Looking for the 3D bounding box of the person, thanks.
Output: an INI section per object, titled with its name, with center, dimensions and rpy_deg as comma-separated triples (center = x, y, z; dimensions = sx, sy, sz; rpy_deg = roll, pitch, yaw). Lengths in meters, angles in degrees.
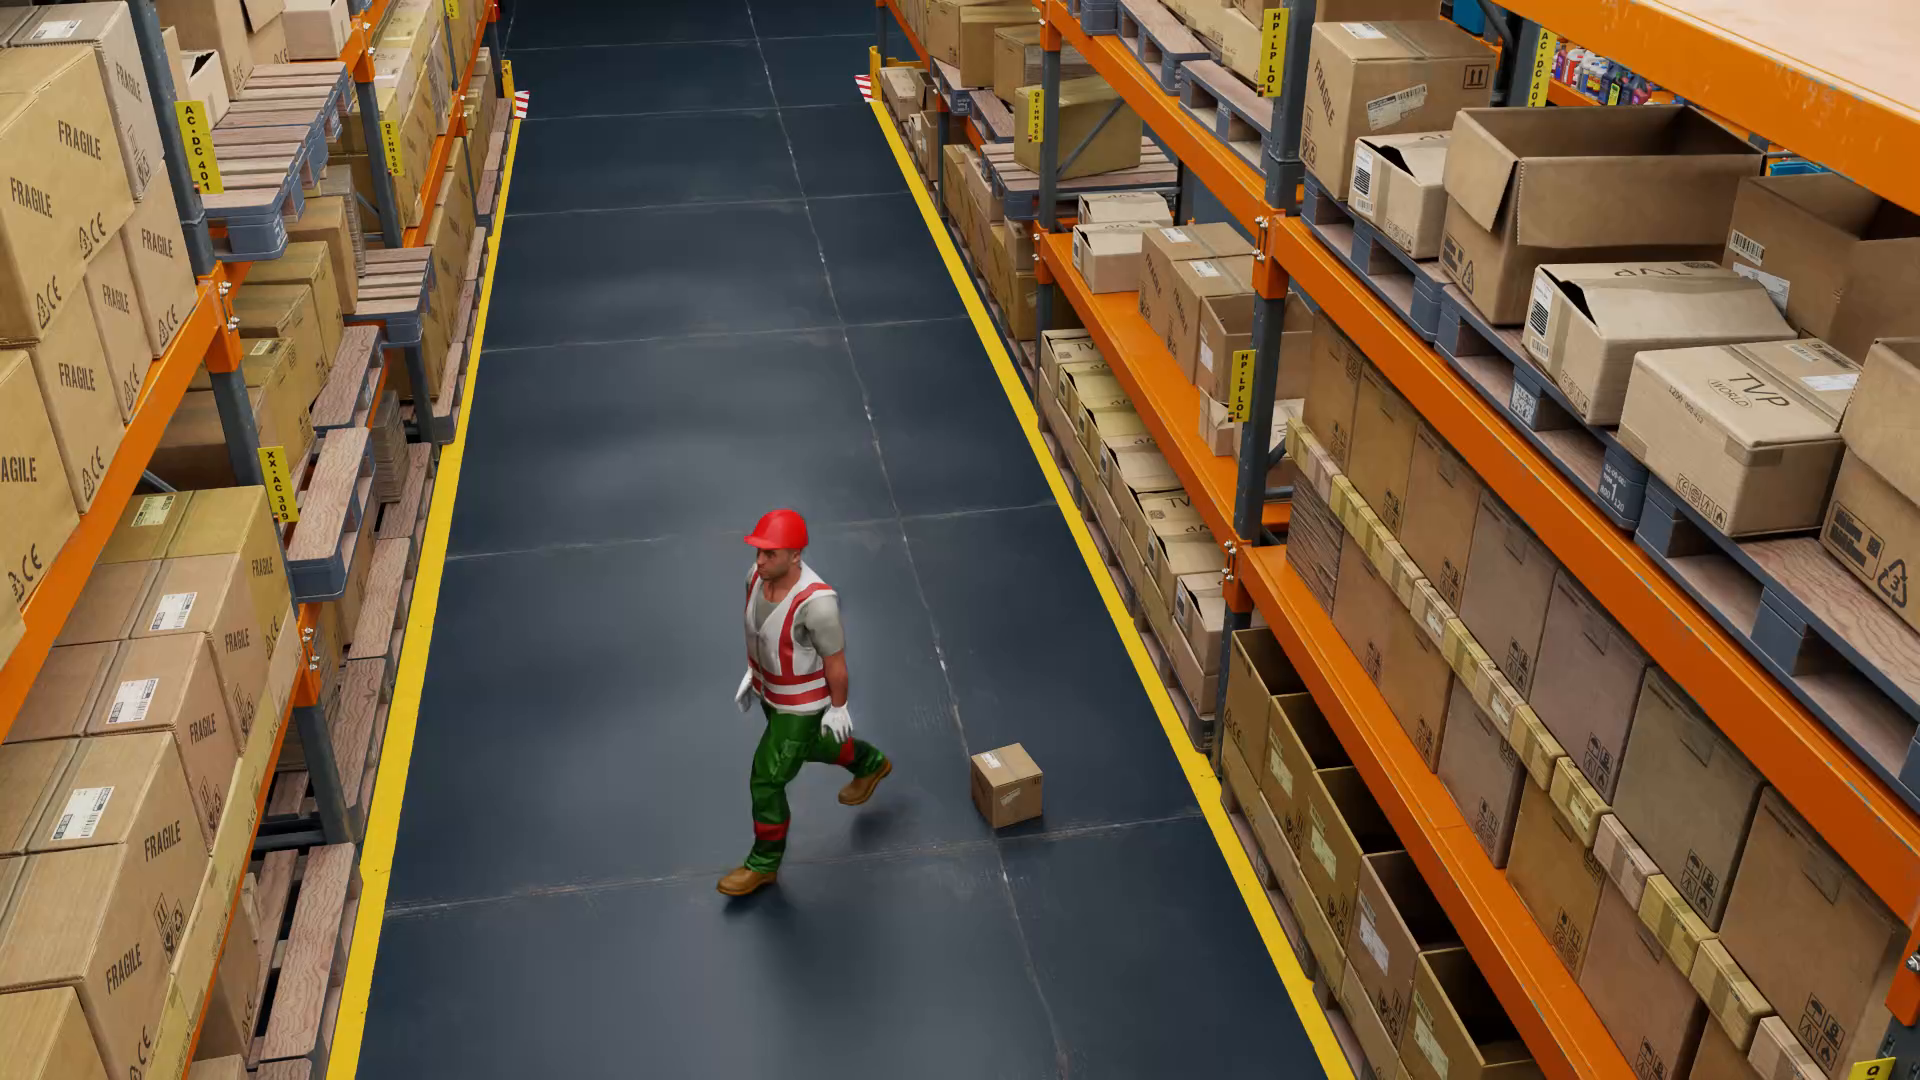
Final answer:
[person]
center = -0.679, 0.628, 7.051
dimensions = 1.012, 1.752, 0.522
rpy_deg = -21, 36, -31
